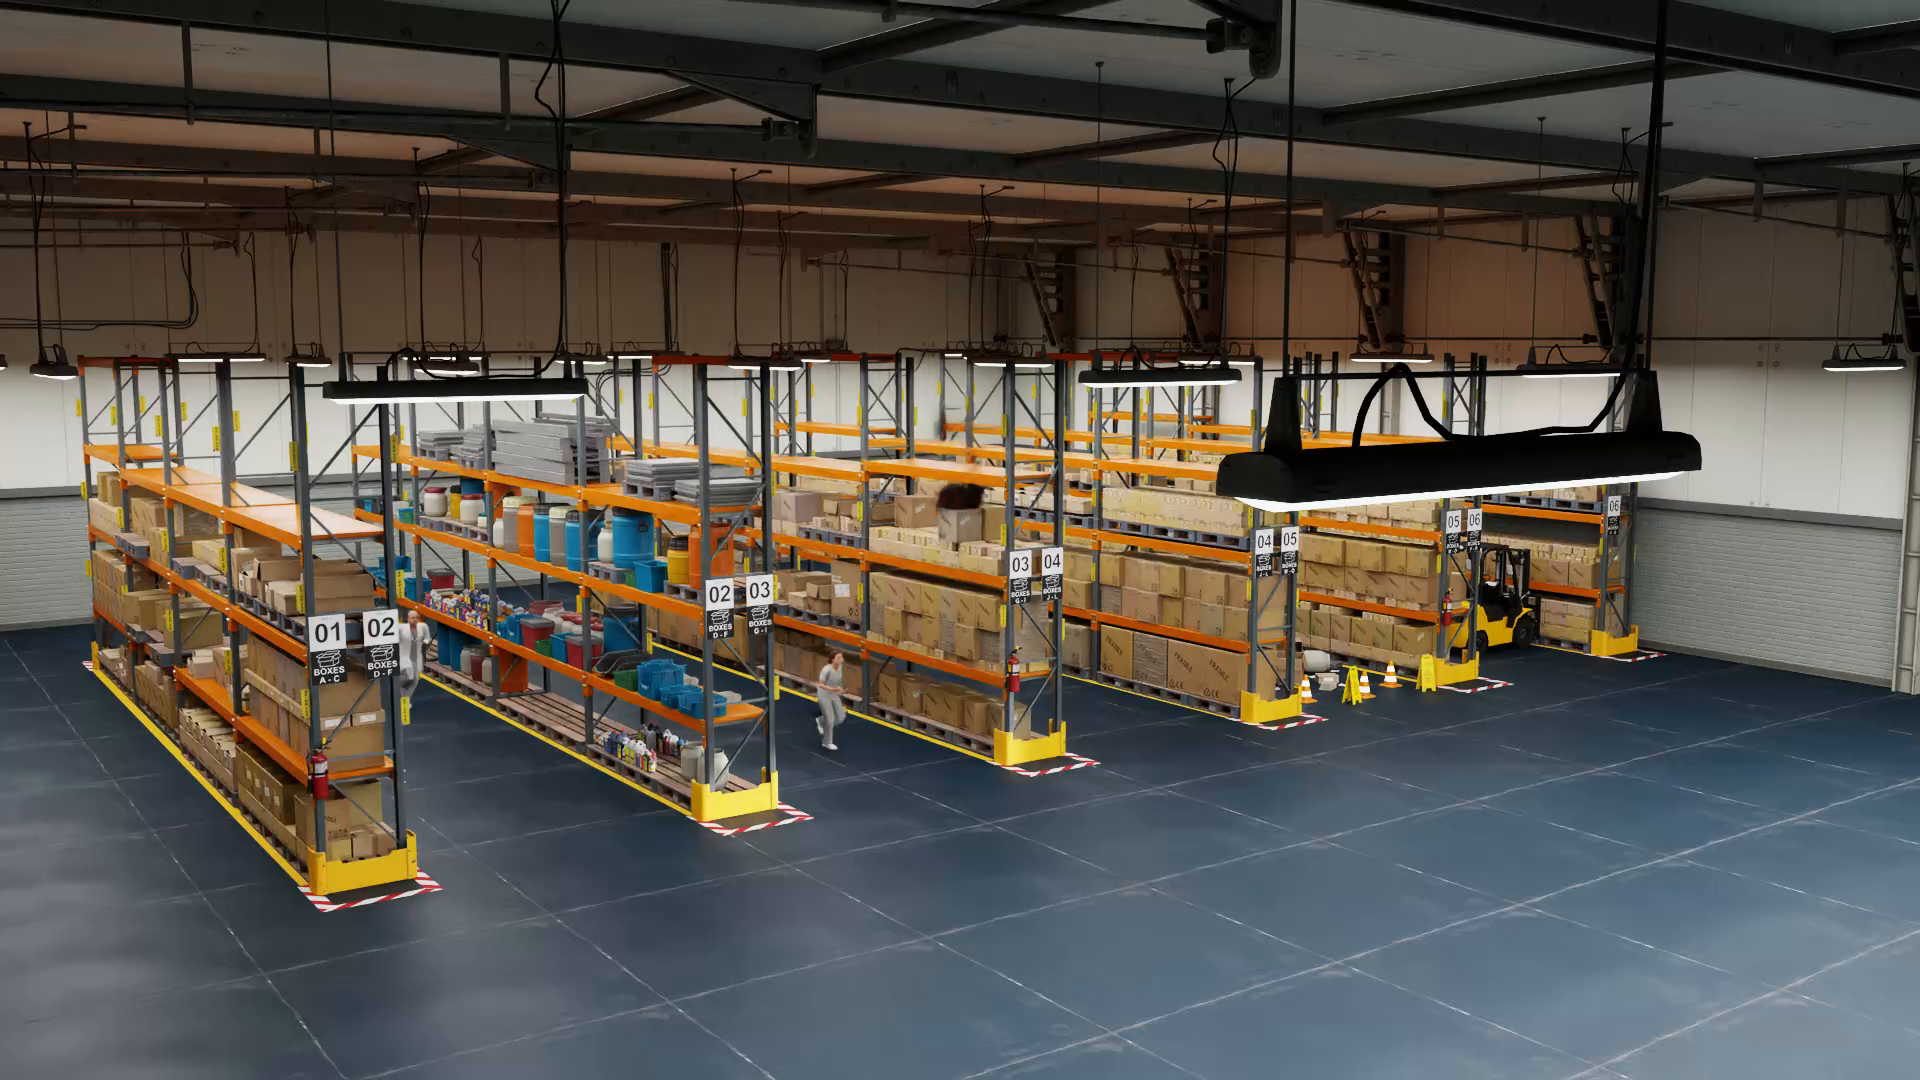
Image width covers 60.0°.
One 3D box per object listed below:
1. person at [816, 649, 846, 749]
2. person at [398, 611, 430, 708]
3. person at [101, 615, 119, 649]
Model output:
[{"bbox_3d":[-1.987,2.454,25.631,0.554,1.594,0.688,-7,10,-44],"label":"person"},{"bbox_3d":[-9.406,2.045,28.477,0.694,1.703,0.776,-7,10,-43],"label":"person"},{"bbox_3d":[-17.313,1.394,33.877,0.606,1.691,0.648,-1,7,-6],"label":"person"}]
